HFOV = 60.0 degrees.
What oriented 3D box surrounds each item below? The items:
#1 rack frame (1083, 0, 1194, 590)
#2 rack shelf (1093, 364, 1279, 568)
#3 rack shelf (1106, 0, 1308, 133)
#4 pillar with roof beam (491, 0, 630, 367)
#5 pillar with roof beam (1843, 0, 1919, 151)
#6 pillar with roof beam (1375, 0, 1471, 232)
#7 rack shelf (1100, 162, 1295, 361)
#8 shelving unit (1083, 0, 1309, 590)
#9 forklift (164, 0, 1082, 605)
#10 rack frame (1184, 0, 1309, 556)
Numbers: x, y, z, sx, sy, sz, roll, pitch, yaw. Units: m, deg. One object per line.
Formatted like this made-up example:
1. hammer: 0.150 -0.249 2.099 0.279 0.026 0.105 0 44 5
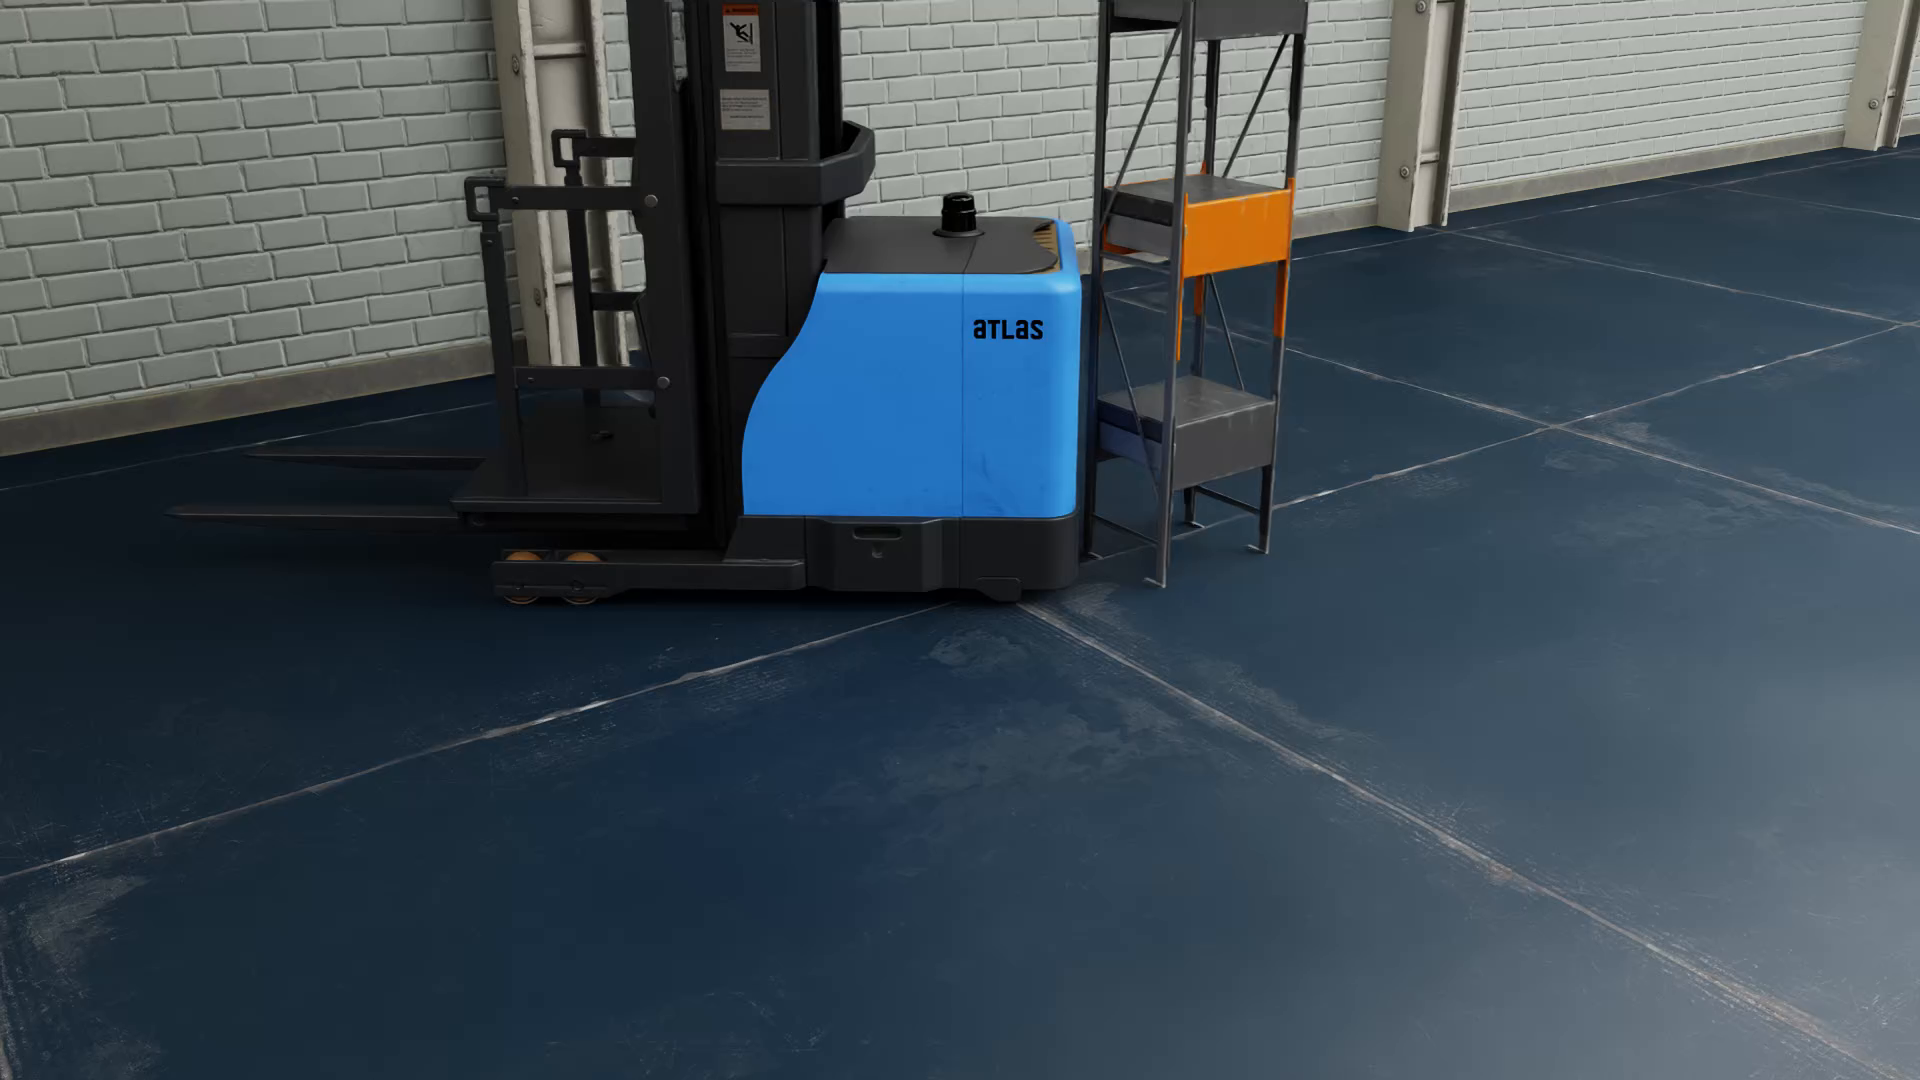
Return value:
1. rack frame: 0.553 -0.872 5.248 0.015 2.100 0.400 -16 27 -34
2. rack shelf: 0.748 -0.263 5.648 0.480 0.518 0.431 -16 27 -34
3. rack shelf: 0.748 -1.564 5.130 0.480 0.518 0.431 -16 27 -34
4. pillar with roof beam: 0.683 -3.716 3.066 0.400 9.000 9.100 -15 26 -33
5. pillar with roof beam: 10.424 -6.313 9.575 0.400 9.000 9.100 -15 26 -33
6. pillar with roof beam: 5.554 -5.014 6.320 0.400 9.000 9.100 -15 26 -33
7. rack shelf: 0.748 -0.913 5.389 0.480 0.518 0.431 -16 27 -34
8. shelving unit: 0.748 -0.926 5.384 0.503 2.100 0.431 -16 27 -34
9. forklift: -1.120 -1.346 5.316 3.031 2.935 1.130 1 22 2
10. rack frame: 0.943 -0.980 5.520 0.015 2.100 0.400 -16 27 -34
